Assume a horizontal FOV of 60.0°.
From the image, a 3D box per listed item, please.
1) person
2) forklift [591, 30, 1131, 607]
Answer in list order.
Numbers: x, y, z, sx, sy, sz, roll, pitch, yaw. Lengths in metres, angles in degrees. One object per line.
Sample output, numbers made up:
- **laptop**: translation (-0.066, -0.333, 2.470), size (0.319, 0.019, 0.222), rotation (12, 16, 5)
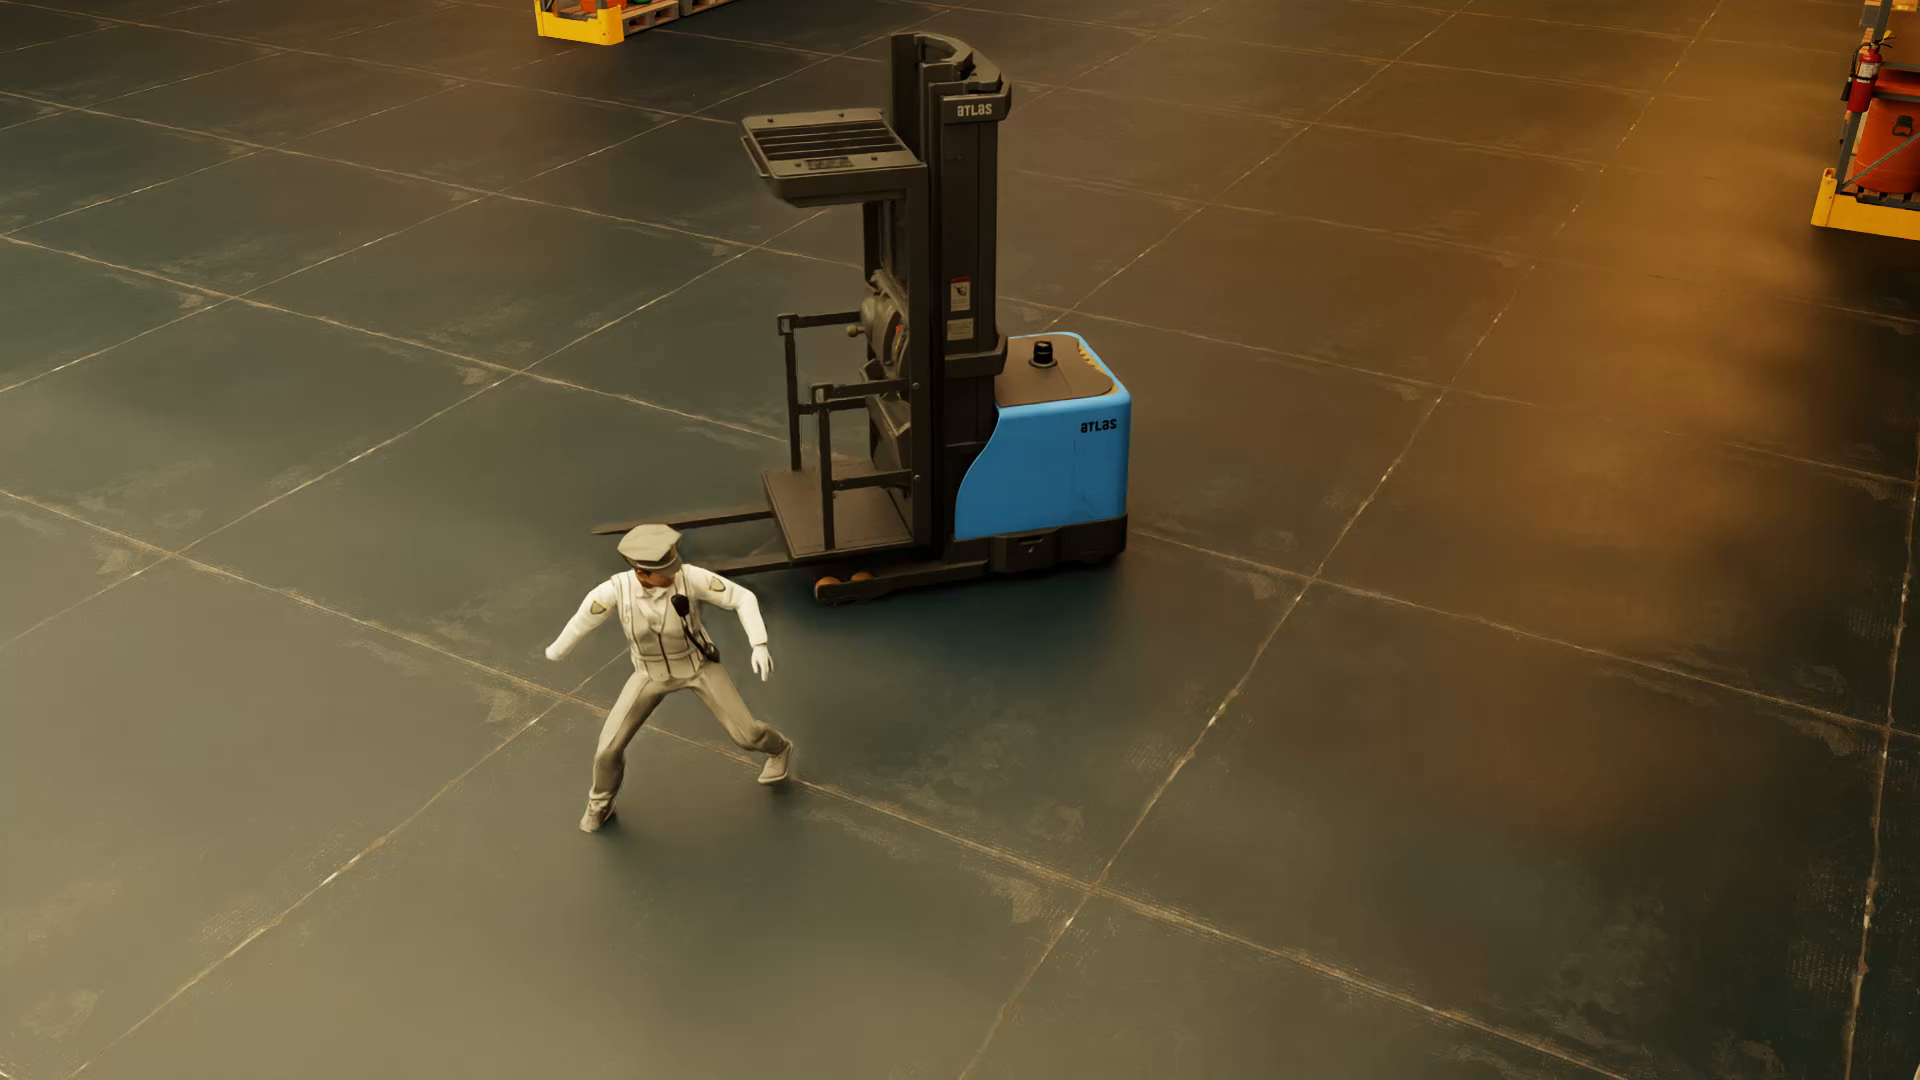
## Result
- **person**: translation (-1.347, 0.621, 7.501), size (1.098, 1.589, 0.521), rotation (-1, 30, -1)
- **forklift**: translation (-0.600, -1.185, 9.124), size (3.031, 2.935, 1.130), rotation (-8, 31, -13)
